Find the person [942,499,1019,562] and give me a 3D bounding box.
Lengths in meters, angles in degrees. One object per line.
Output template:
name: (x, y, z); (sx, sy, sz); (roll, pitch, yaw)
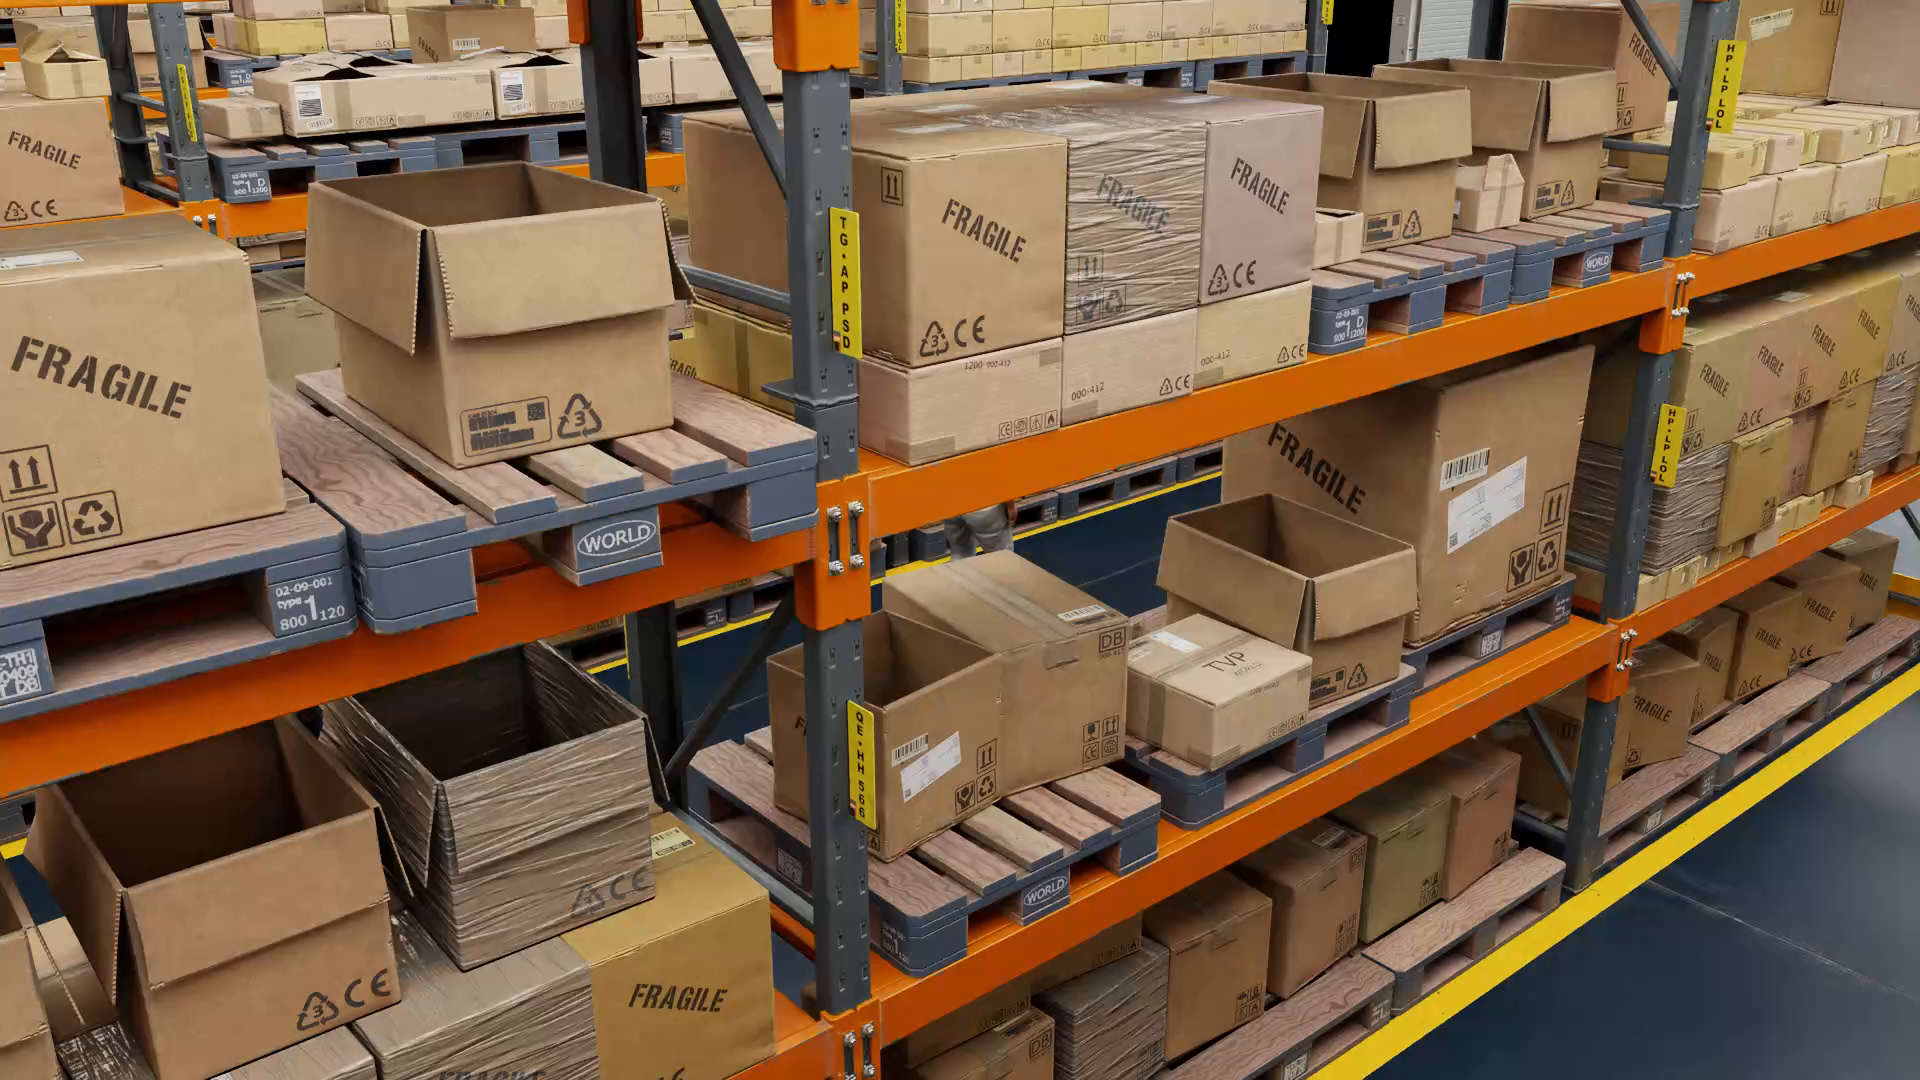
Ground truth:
person: (0.115, -0.228, 9.666); (0.548, 1.664, 0.473); (14, 25, 33)
